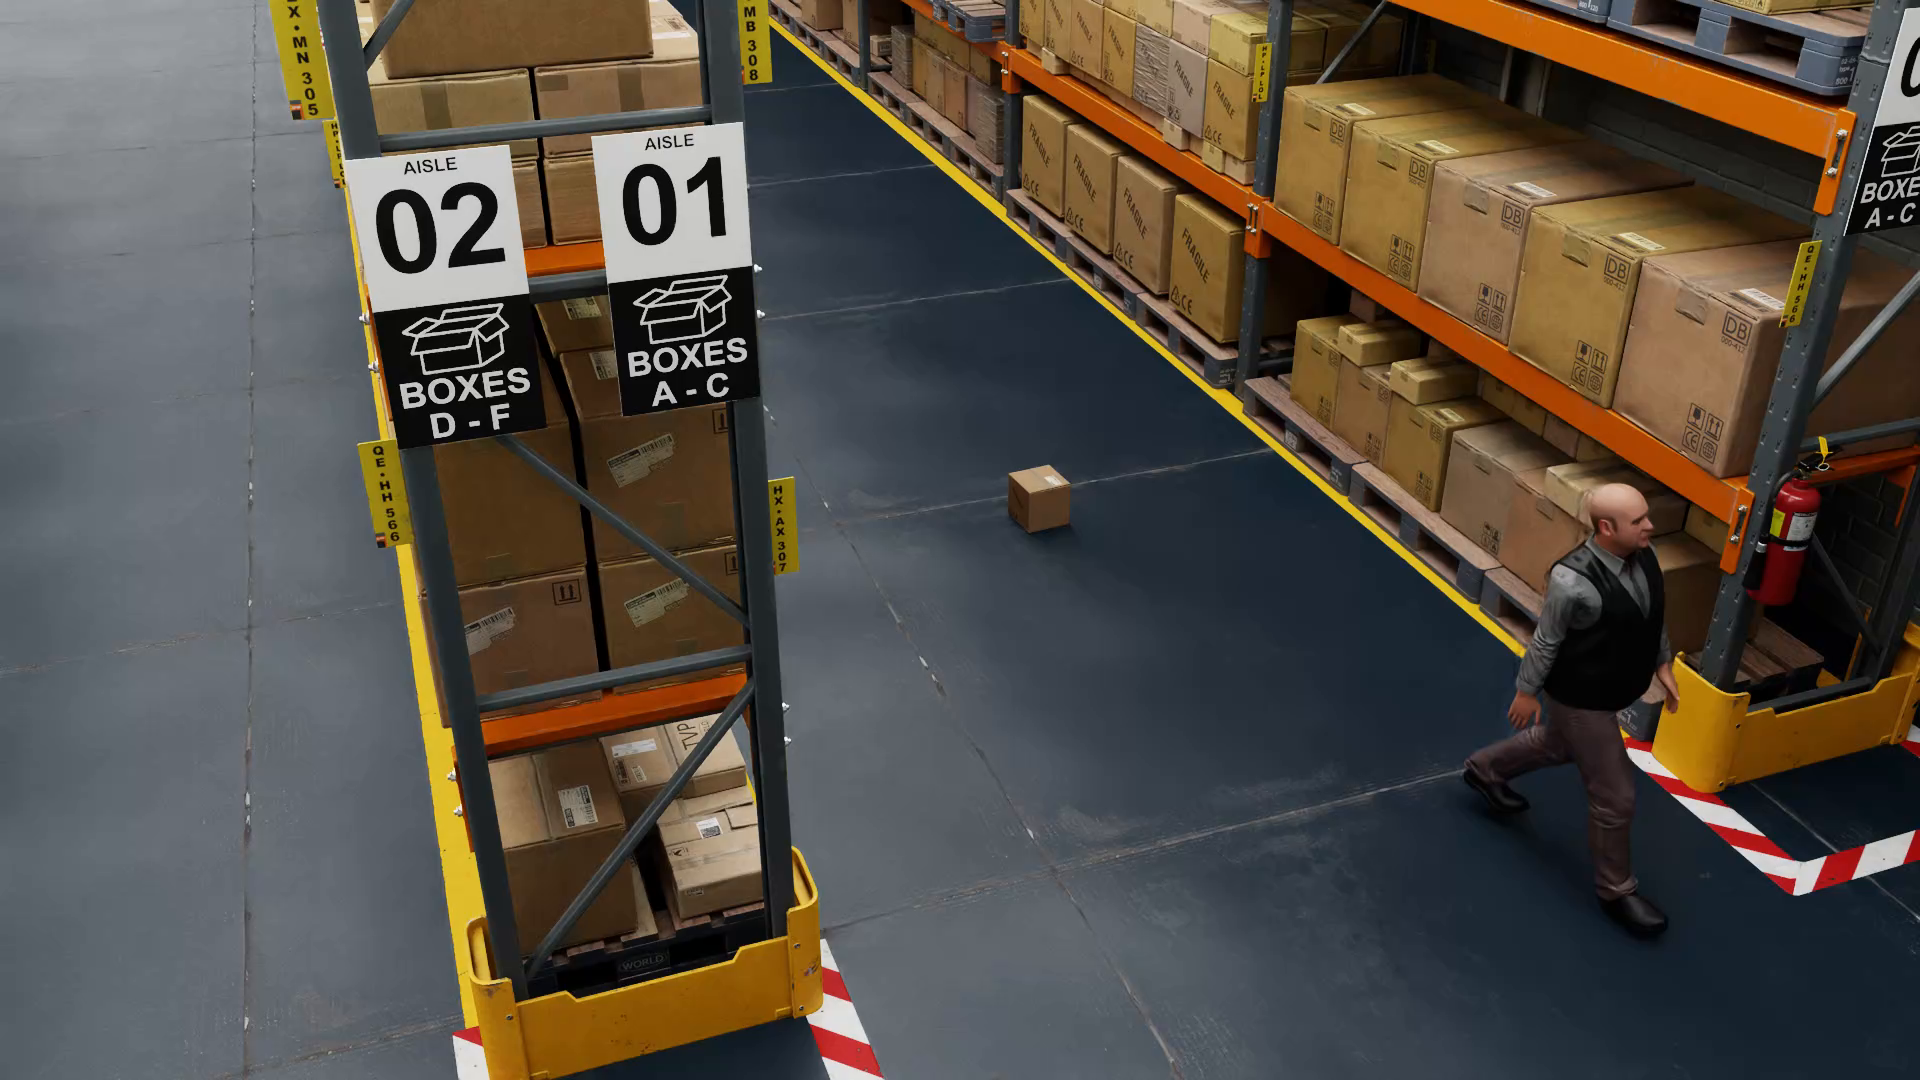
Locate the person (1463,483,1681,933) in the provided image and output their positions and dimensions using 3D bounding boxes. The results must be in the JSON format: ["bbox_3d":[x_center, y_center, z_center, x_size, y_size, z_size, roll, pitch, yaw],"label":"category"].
[{"bbox_3d":[2.385,0.584,6.224,0.550,1.607,1.021,-24,37,-35],"label":"person"}]
